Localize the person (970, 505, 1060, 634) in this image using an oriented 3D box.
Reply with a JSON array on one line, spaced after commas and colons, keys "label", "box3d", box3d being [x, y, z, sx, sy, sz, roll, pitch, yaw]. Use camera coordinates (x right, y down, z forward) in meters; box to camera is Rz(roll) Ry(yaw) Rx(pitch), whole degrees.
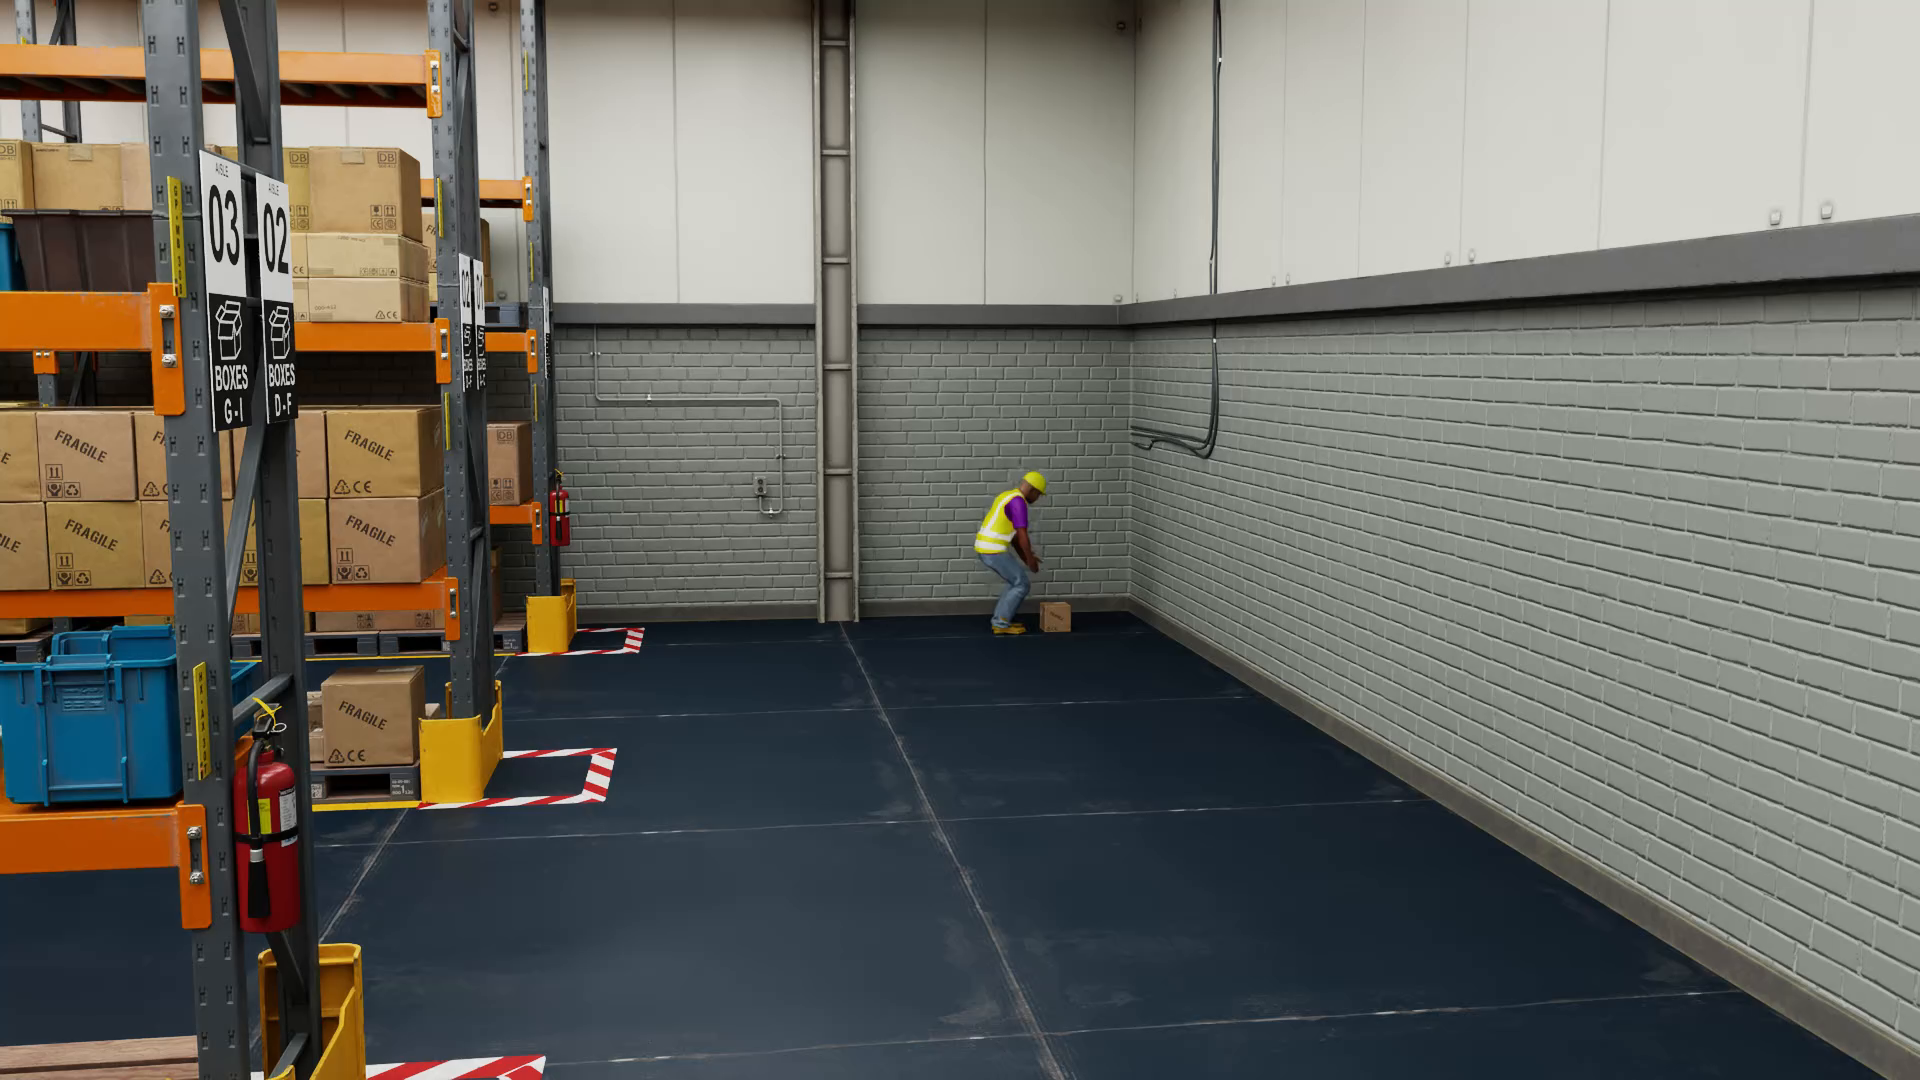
[{"label": "person", "box3d": [0.522, 0.269, 15.777, 0.847, 1.196, 0.619, -1, 7, -9]}]
